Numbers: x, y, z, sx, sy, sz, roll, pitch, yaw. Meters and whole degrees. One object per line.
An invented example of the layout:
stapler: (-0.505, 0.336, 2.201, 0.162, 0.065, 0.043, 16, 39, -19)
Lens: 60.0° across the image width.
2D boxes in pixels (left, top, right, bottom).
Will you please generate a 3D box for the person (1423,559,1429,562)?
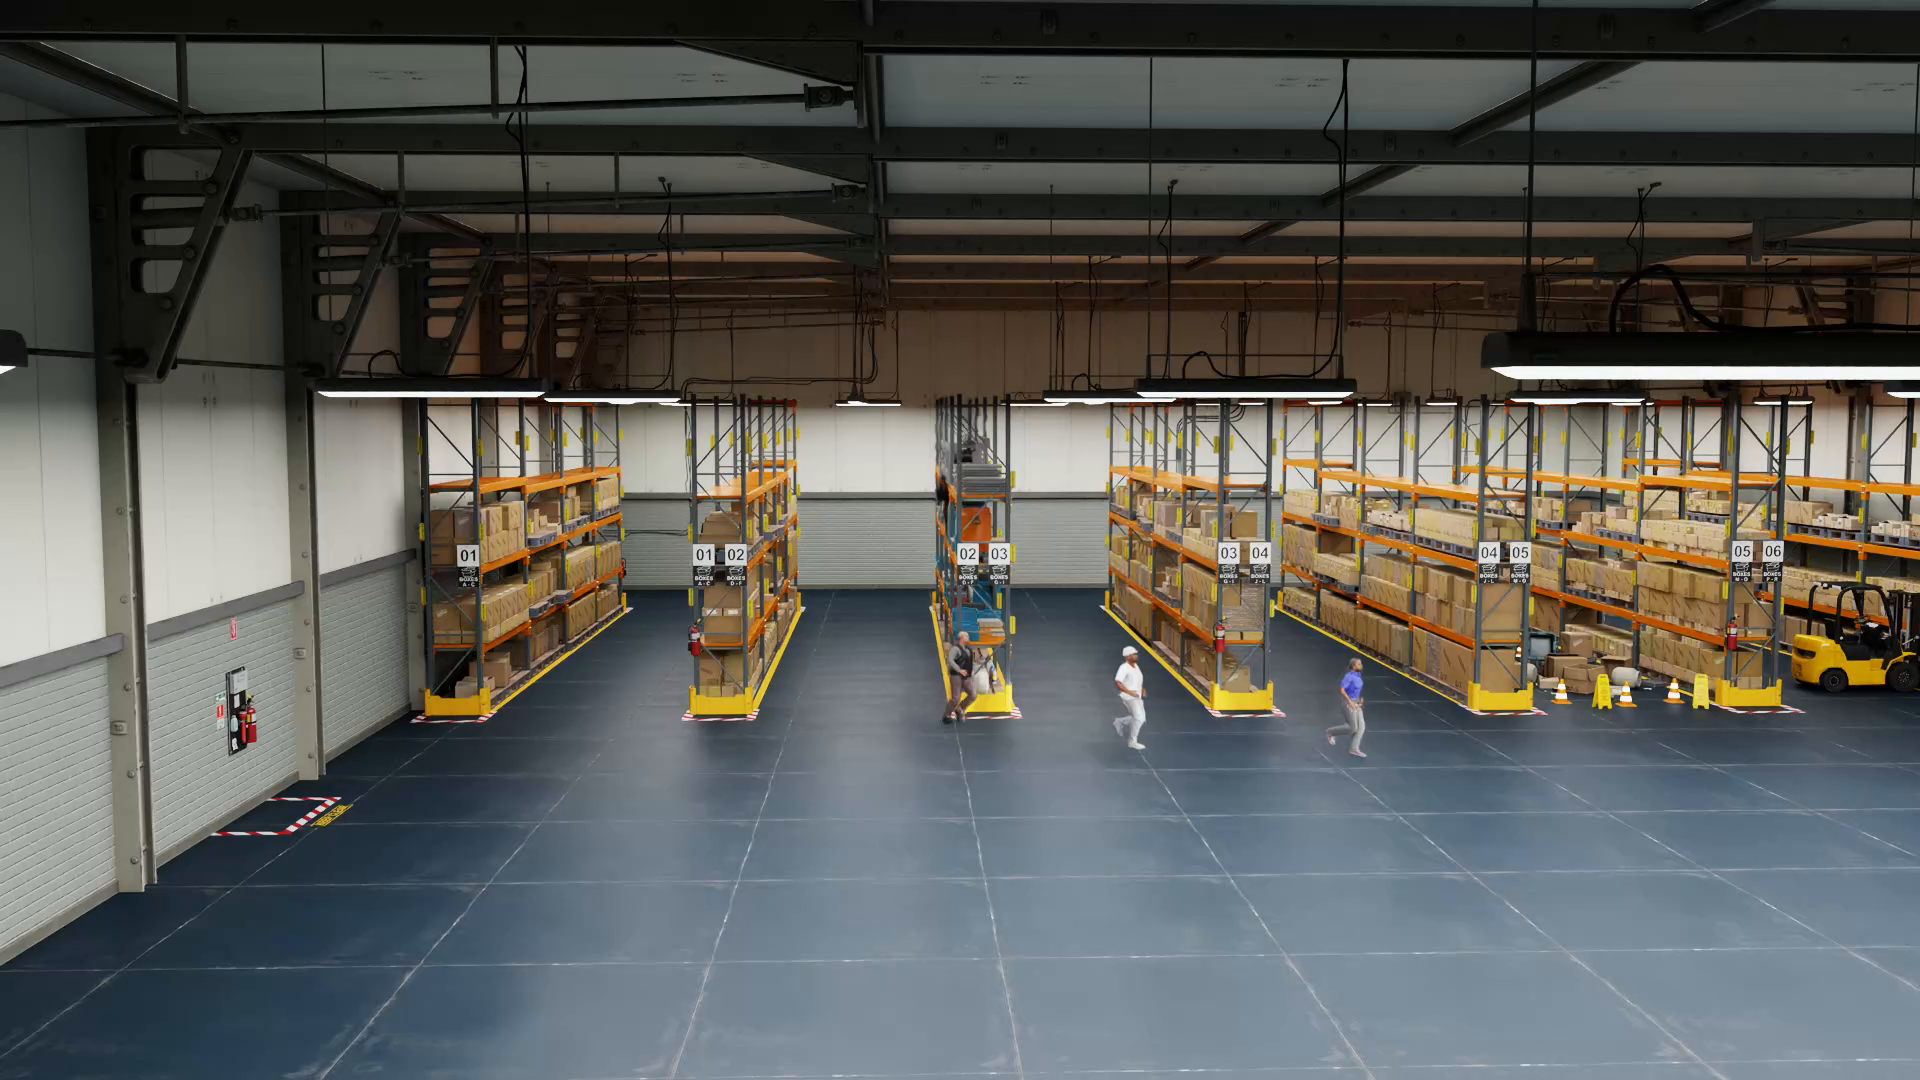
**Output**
person: (12.113, 1.415, 43.498, 0.656, 1.828, 0.705, -1, 5, -16)

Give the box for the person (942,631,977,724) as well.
person: (0.054, 2.500, 30.294, 0.607, 1.672, 0.712, 4, 6, 41)

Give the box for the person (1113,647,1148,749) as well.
person: (2.846, 2.656, 28.136, 0.611, 1.726, 0.702, 2, 5, 27)

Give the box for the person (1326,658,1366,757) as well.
person: (6.452, 2.756, 27.627, 0.687, 1.627, 0.598, 3, 5, 31)
